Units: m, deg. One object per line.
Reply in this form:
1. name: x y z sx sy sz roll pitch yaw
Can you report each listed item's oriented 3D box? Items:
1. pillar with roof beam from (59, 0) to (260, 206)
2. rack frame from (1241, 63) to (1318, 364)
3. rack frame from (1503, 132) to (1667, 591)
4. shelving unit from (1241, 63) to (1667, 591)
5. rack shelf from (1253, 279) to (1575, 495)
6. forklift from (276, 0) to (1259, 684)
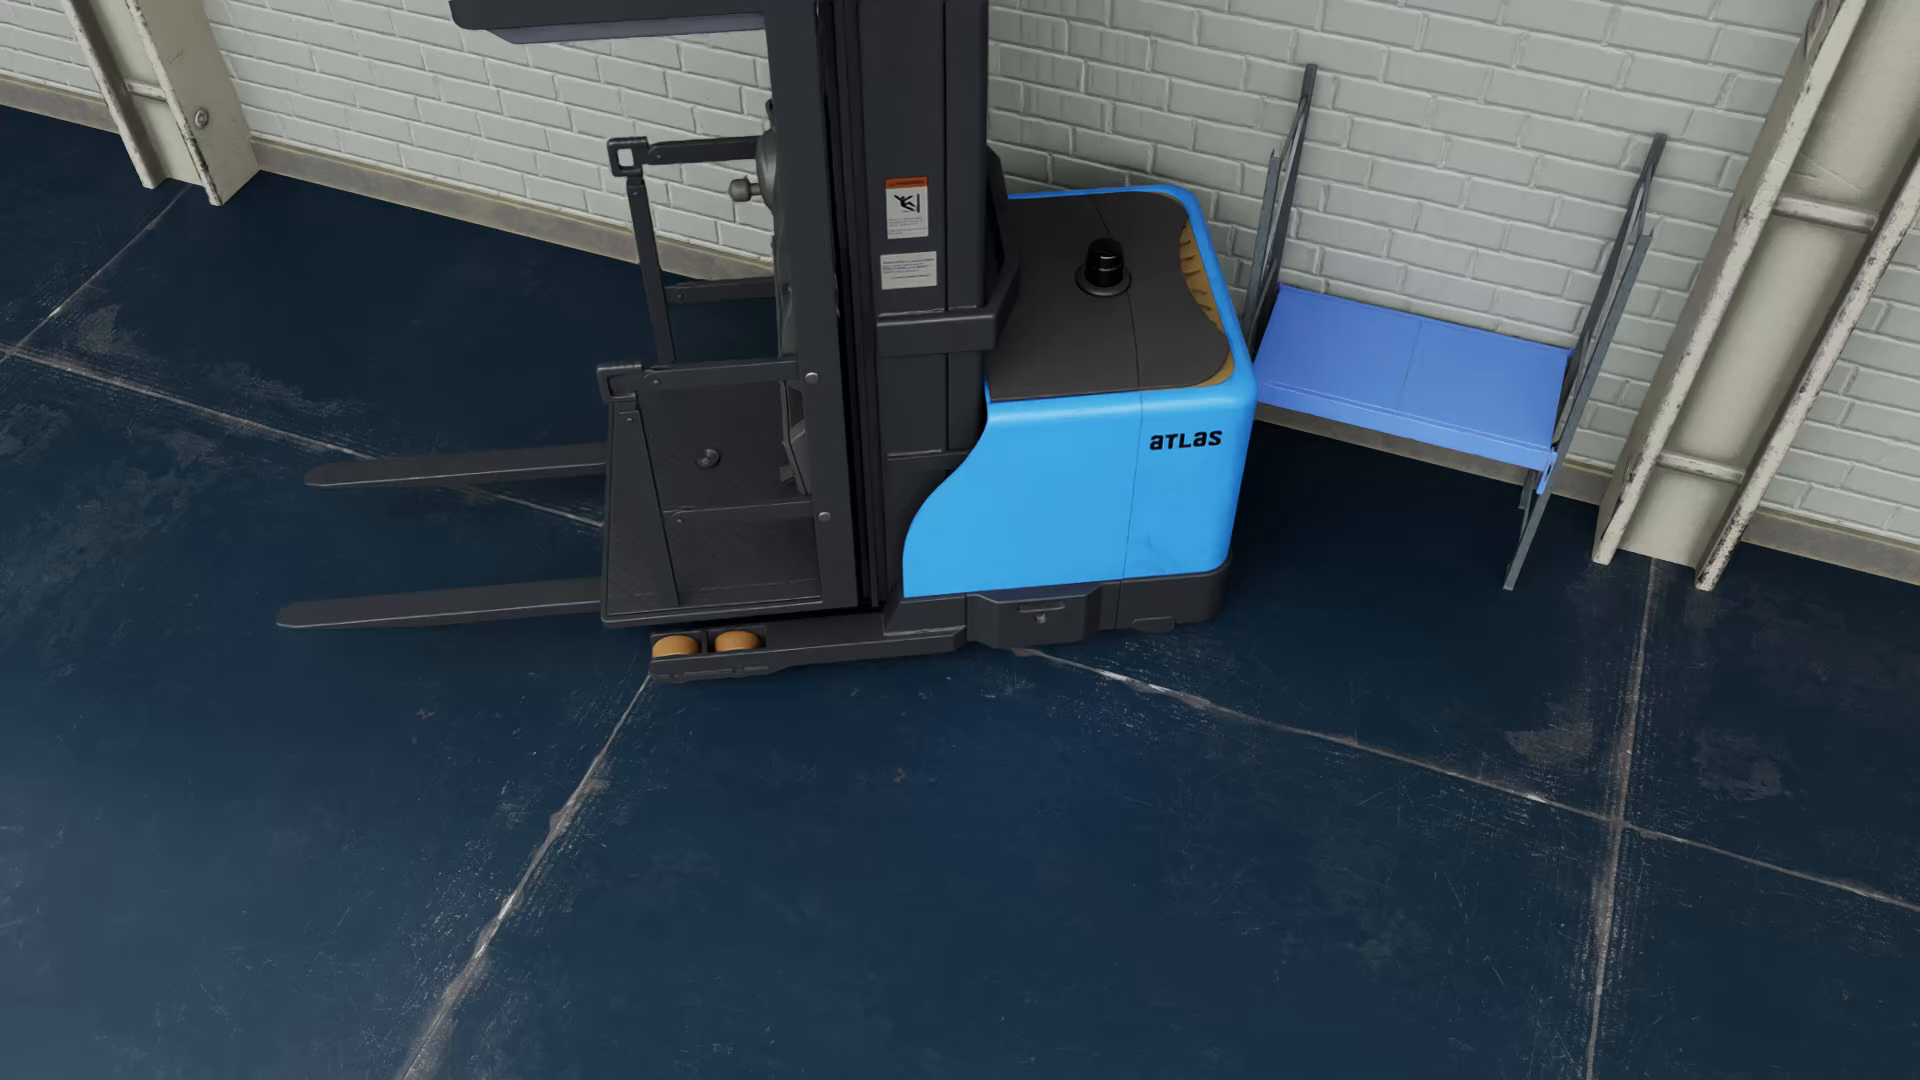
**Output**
1. pillar with roof beam: -4.720 -1.453 1.054 0.400 9.000 9.100 16 51 13
2. rack frame: 0.976 -0.764 5.420 0.032 1.500 0.500 15 51 13
3. rack frame: 1.931 -0.500 5.191 0.032 1.500 0.500 15 51 13
4. shelving unit: 1.454 -0.632 5.305 1.048 1.500 0.538 15 51 13
5. rack shelf: 1.454 -0.514 5.441 1.000 0.185 0.538 15 51 13
6. forklift: -0.681 -0.923 4.610 3.031 2.935 1.130 -5 49 -4
